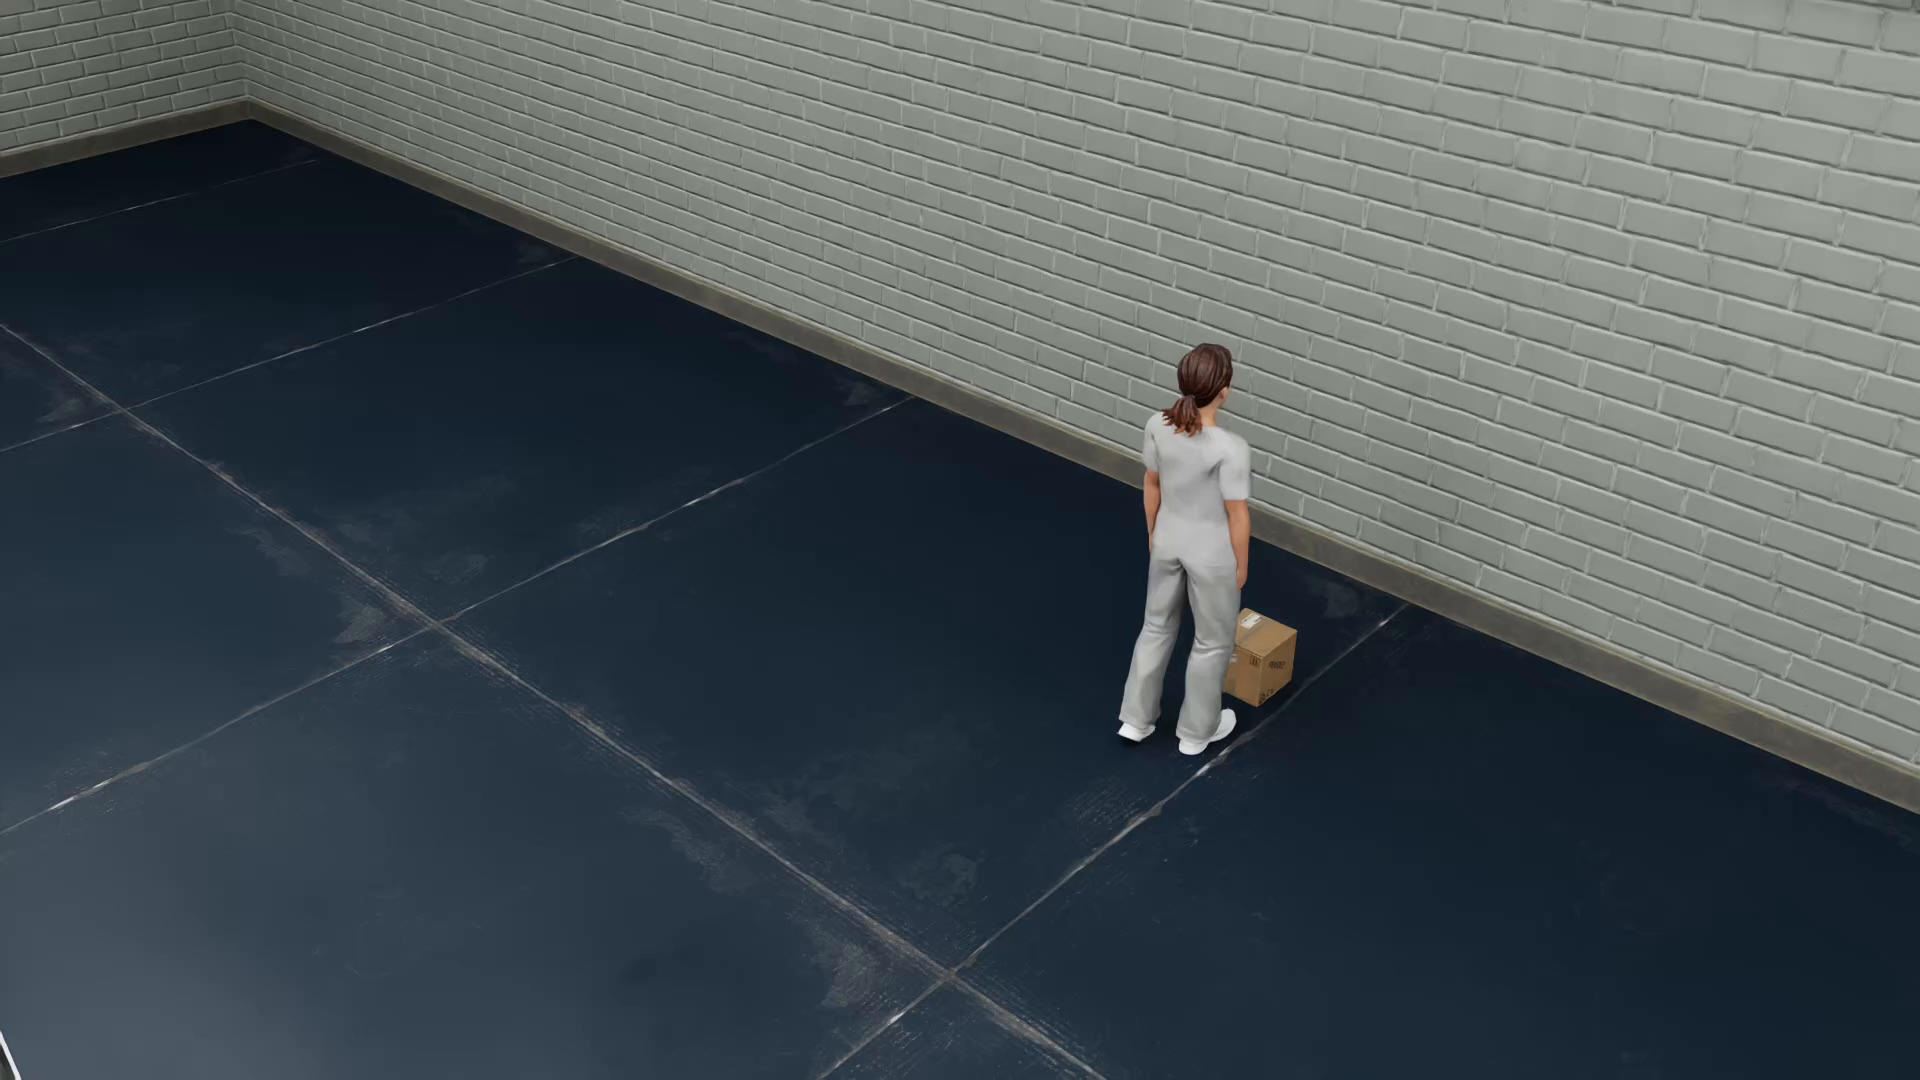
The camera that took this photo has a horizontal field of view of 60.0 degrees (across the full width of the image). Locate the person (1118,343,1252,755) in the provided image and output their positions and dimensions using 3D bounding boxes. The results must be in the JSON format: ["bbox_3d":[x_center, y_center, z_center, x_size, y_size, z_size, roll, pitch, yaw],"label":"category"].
[{"bbox_3d":[0.854,0.077,6.073,0.441,1.732,0.438,26,40,36],"label":"person"}]
